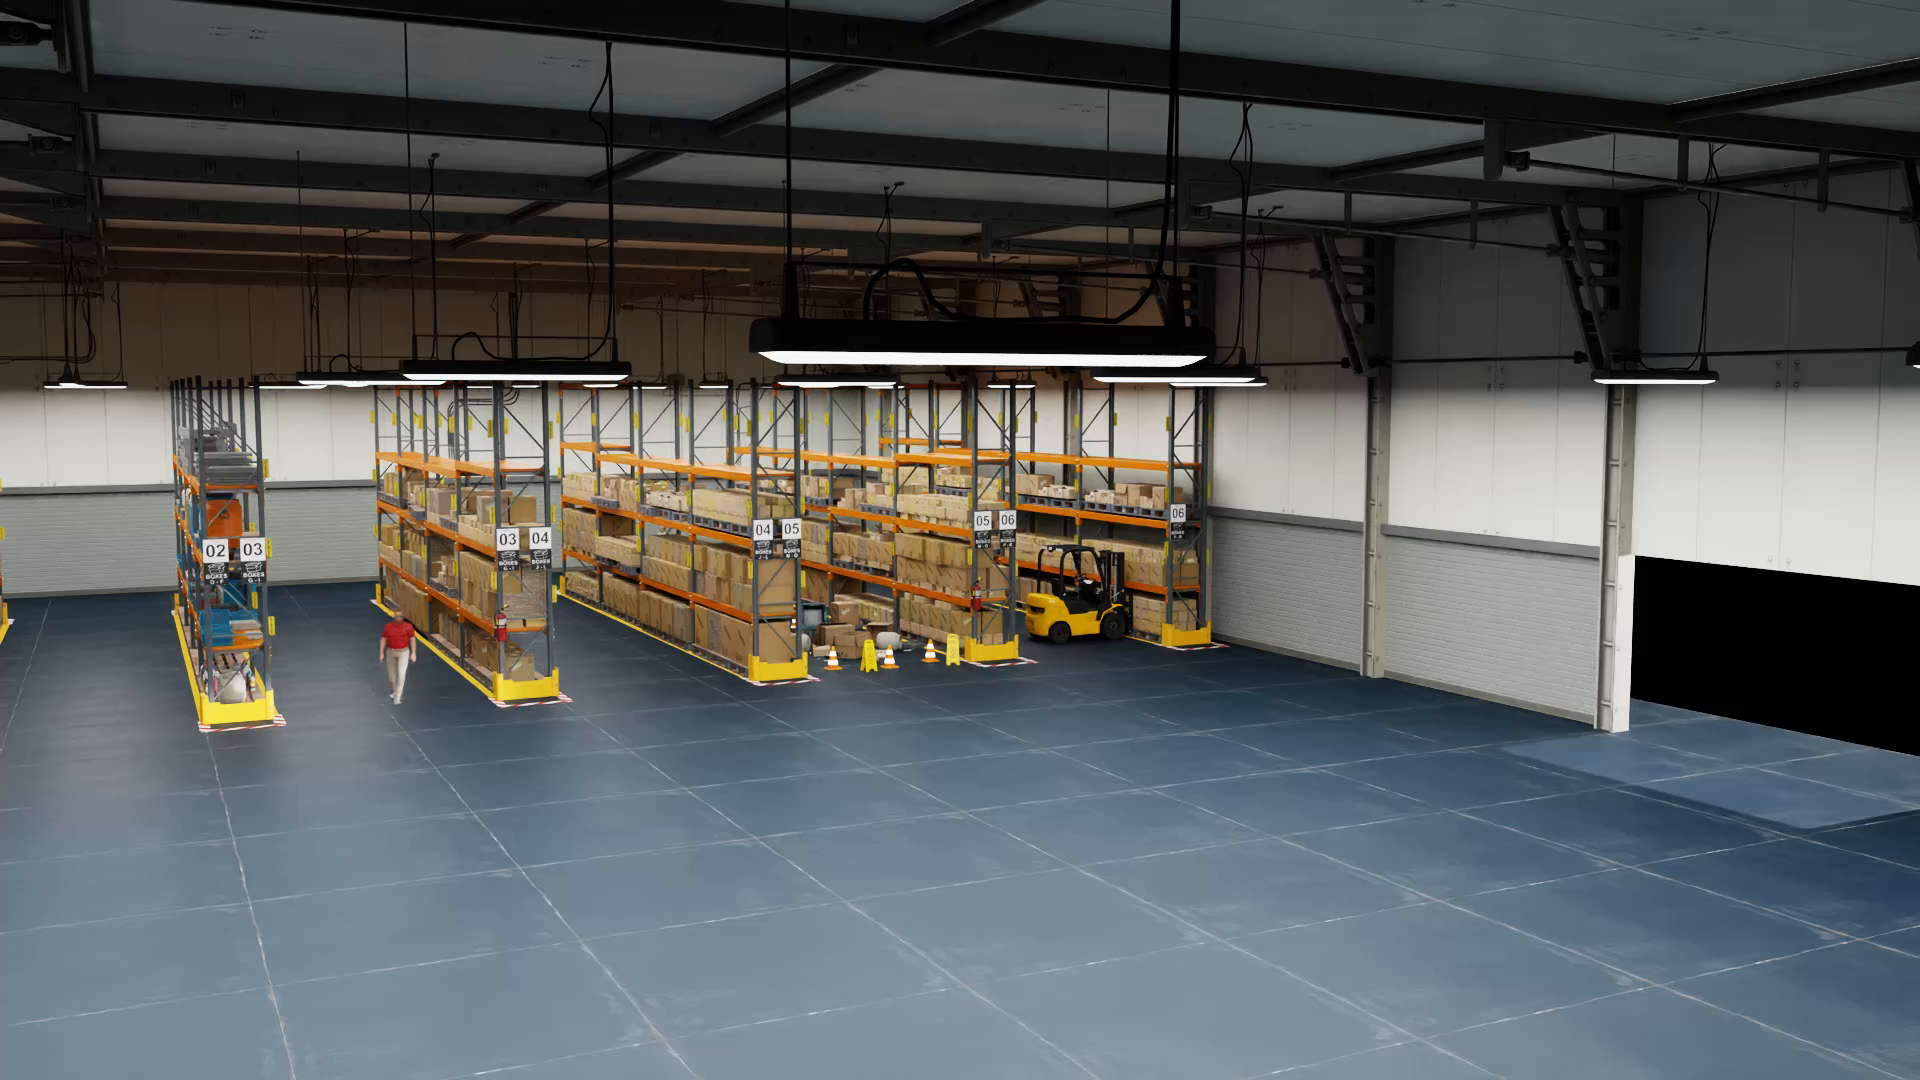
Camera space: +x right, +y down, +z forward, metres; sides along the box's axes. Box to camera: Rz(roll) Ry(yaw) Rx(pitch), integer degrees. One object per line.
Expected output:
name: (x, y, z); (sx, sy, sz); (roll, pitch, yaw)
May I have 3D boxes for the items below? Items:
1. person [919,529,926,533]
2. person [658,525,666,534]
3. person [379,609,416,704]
person: (-1.019, 0.540, 45.652); (0.590, 1.736, 0.535); (-4, 6, -37)
person: (-9.134, 0.329, 51.120); (0.493, 1.681, 0.553); (3, 6, 29)
person: (-10.430, 2.154, 30.853); (0.602, 1.760, 0.729); (0, 5, -5)
